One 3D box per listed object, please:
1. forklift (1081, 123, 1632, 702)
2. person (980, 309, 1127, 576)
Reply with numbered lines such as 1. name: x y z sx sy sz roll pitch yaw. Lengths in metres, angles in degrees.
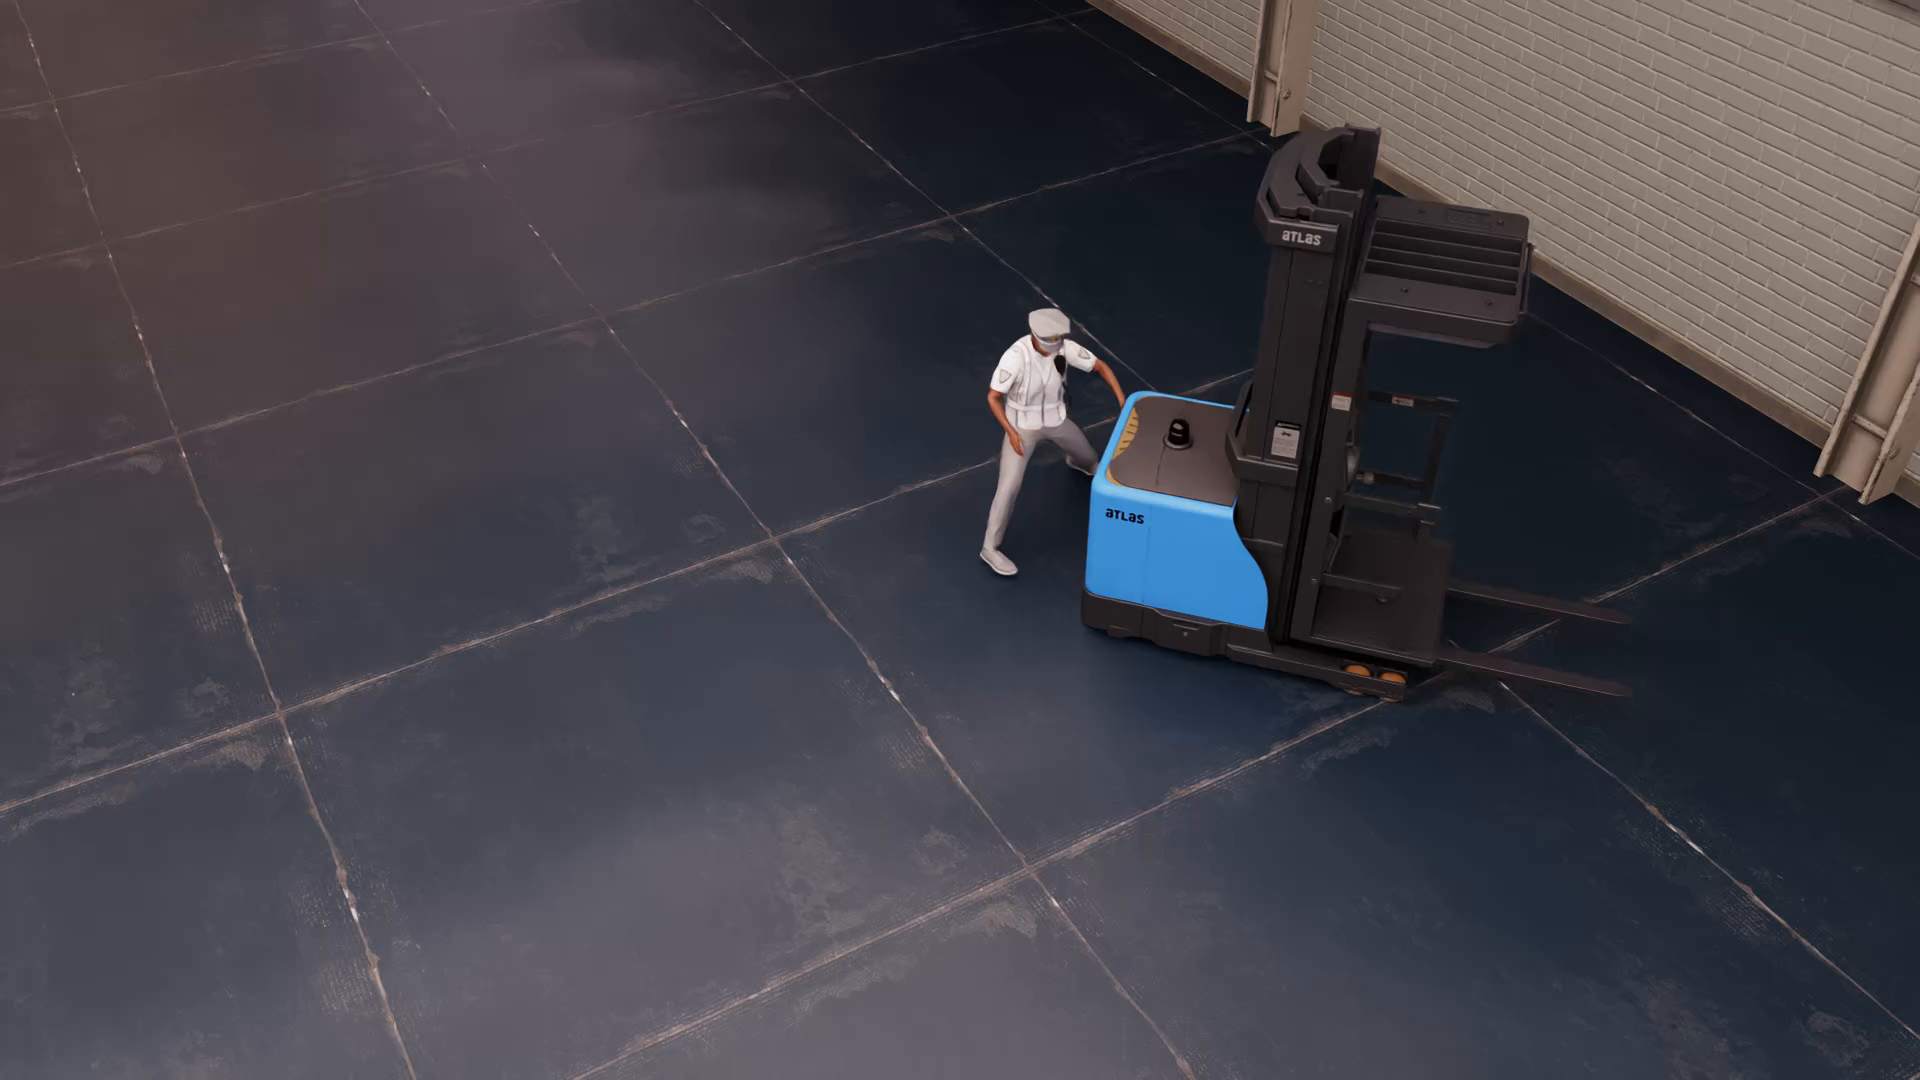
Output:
1. forklift: 2.277 -0.610 8.771 3.031 2.935 1.130 12 41 14
2. person: 0.565 -0.688 10.030 1.098 1.491 0.937 -13 41 -15
